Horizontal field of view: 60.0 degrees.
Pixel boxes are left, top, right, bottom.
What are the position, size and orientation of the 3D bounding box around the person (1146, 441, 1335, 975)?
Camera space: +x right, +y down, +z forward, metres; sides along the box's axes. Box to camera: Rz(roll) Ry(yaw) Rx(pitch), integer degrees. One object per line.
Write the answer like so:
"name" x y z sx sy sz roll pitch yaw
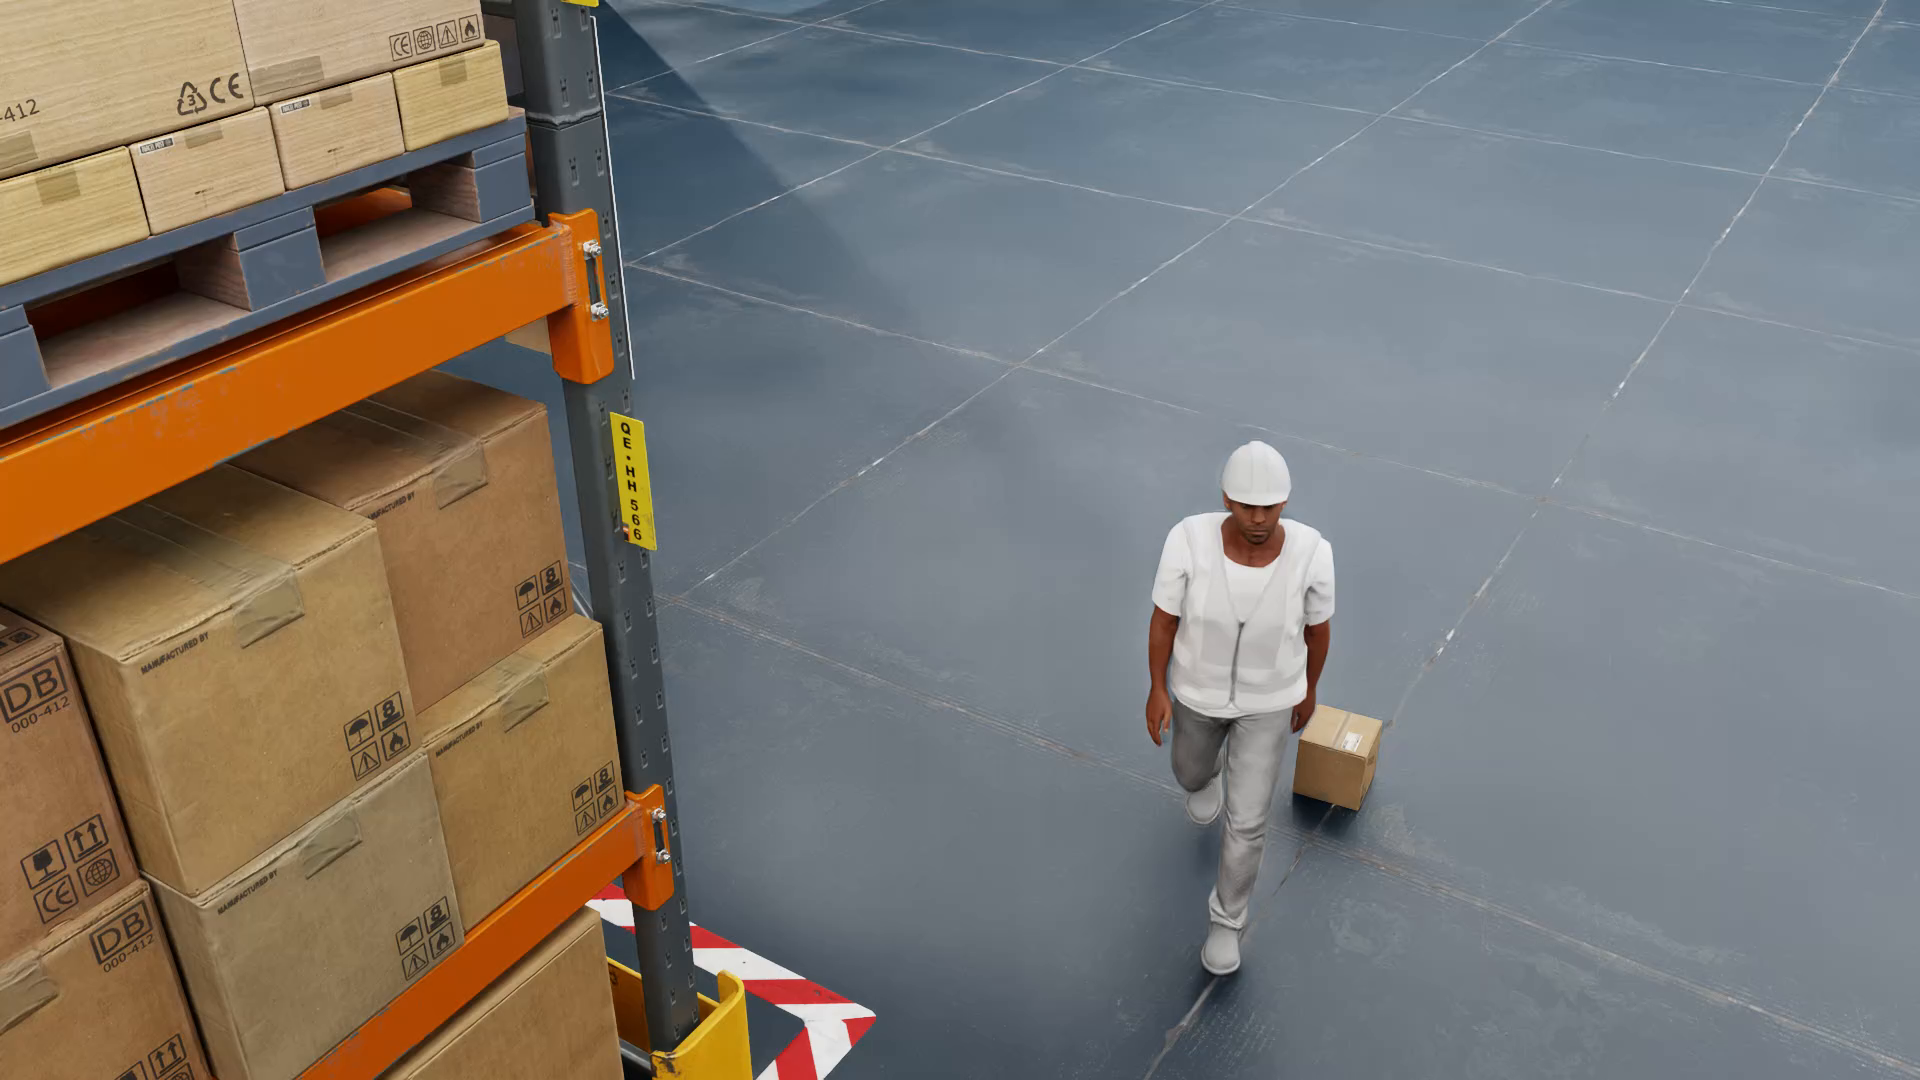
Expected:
"person" 0.881 0.455 5.338 0.561 1.736 0.980 8 31 13
